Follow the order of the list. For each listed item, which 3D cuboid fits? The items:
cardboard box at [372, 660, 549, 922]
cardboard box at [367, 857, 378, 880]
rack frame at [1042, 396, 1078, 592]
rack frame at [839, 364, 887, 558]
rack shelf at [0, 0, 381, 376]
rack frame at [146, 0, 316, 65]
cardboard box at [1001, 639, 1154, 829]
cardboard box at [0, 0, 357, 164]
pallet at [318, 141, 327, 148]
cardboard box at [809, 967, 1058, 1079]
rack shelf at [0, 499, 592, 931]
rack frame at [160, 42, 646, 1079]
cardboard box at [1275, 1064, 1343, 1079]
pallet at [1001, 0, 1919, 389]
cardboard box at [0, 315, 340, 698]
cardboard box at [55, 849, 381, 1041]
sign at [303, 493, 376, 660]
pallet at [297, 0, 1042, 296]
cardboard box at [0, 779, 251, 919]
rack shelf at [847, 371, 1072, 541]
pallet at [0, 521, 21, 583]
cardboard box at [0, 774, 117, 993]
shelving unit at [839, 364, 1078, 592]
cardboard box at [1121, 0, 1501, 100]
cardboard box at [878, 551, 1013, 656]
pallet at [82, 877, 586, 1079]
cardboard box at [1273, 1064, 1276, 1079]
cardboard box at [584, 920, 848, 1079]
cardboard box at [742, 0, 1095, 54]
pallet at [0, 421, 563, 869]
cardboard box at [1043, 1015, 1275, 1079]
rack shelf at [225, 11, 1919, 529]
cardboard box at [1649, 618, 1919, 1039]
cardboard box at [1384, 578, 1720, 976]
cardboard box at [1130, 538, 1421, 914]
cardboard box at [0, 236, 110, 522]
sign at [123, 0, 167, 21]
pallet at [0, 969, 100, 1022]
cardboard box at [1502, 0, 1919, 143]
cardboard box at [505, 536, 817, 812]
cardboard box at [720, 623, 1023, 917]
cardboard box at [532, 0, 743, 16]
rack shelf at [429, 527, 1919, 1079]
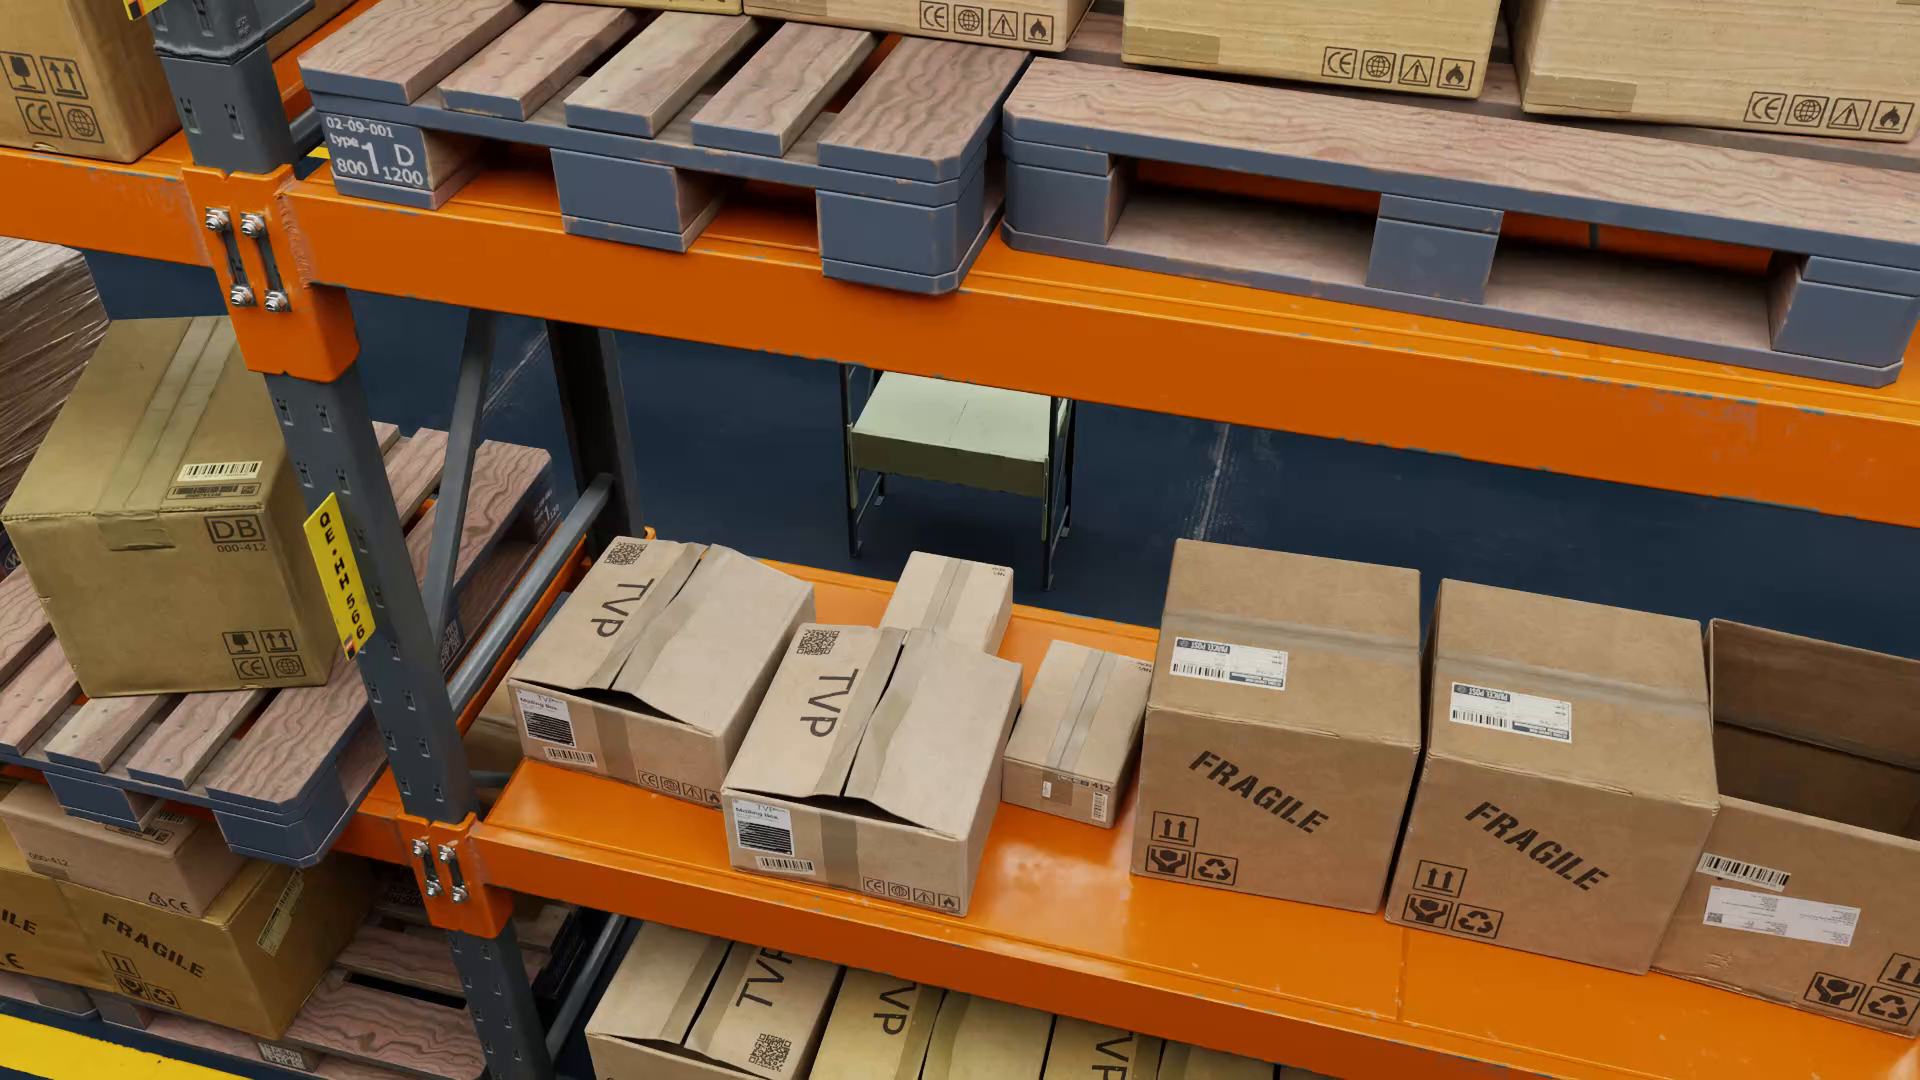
[{"bbox_3d":[-1.348,0.678,4.712,0.500,0.500,0.500,11,41,13],"label":"cardboard box"},{"bbox_3d":[-1.856,0.594,4.811,0.500,0.500,0.500,8,41,10],"label":"cardboard box"},{"bbox_3d":[0.360,-0.512,5.694,0.023,1.500,0.400,10,41,11],"label":"rack frame"},{"bbox_3d":[-0.347,-0.634,5.839,0.023,1.500,0.400,10,41,11],"label":"rack frame"},{"bbox_3d":[-2.915,-1.063,3.411,4.000,0.370,1.077,10,41,11],"label":"rack shelf"},{"bbox_3d":[-0.983,-2.155,1.819,0.127,3.000,1.000,10,41,11],"label":"rack frame"},{"bbox_3d":[0.264,0.416,3.618,0.250,0.149,0.380,13,42,15],"label":"cardboard box"},{"bbox_3d":[-1.413,-1.096,2.813,0.500,0.500,0.910,10,41,11],"label":"cardboard box"},{"bbox_3d":[-2.828,-2.377,8.917,1.213,0.211,1.003,10,41,11],"label":"pallet"},{"bbox_3d":[-0.043,1.171,3.898,0.500,0.311,0.500,9,41,10],"label":"cardboard box"},{"bbox_3d":[-2.915,0.085,4.375,4.000,0.370,1.077,10,41,11],"label":"rack shelf"},{"bbox_3d":[-0.983,0.142,3.748,0.127,3.000,1.000,10,41,11],"label":"rack frame"},{"bbox_3d":[0.946,1.343,3.694,0.500,0.311,0.500,9,41,11],"label":"cardboard box"},{"bbox_3d":[0.777,-0.693,2.557,1.213,0.211,1.003,12,41,13],"label":"pallet"},{"bbox_3d":[-1.620,-0.091,3.622,0.500,0.500,0.700,-3,40,-3],"label":"cardboard box"},{"bbox_3d":[-1.947,0.922,4.422,0.500,0.500,0.500,11,41,13],"label":"cardboard box"},{"bbox_3d":[-1.114,0.068,2.998,0.005,0.325,0.100,10,41,11],"label":"sign"},{"bbox_3d":[-0.304,-0.877,2.776,1.003,0.211,1.213,12,41,13],"label":"pallet"},{"bbox_3d":[-2.002,0.628,4.189,0.500,0.250,0.500,11,41,13],"label":"cardboard box"},{"bbox_3d":[0.006,-0.324,5.976,0.720,0.370,0.431,10,41,11],"label":"rack shelf"},{"bbox_3d":[-2.862,-0.105,4.191,1.213,0.211,1.003,10,41,11],"label":"pallet"},{"bbox_3d":[-2.447,0.835,4.525,0.500,0.500,0.500,8,41,10],"label":"cardboard box"},{"bbox_3d":[0.006,-0.573,5.766,0.755,1.500,0.431,10,41,11],"label":"shelving unit"},{"bbox_3d":[0.531,-0.891,2.436,0.500,0.250,0.500,9,41,11],"label":"cardboard box"},{"bbox_3d":[-0.042,0.216,3.855,0.250,0.149,0.380,10,41,11],"label":"cardboard box"},{"bbox_3d":[-1.694,1.063,4.821,1.213,0.211,1.003,10,41,11],"label":"pallet"},{"bbox_3d":[0.932,1.555,3.877,0.500,0.250,0.500,11,41,12],"label":"cardboard box"},{"bbox_3d":[-0.553,1.089,3.996,0.500,0.311,0.500,11,41,13],"label":"cardboard box"},{"bbox_3d":[-0.019,-0.993,2.558,0.500,0.250,0.500,11,41,13],"label":"cardboard box"},{"bbox_3d":[-1.656,0.147,3.892,1.003,0.211,1.213,10,41,11],"label":"pallet"},{"bbox_3d":[0.449,1.258,3.796,0.500,0.311,0.500,9,41,10],"label":"cardboard box"},{"bbox_3d":[0.949,-0.398,2.619,4.000,0.370,1.077,10,41,11],"label":"rack shelf"},{"bbox_3d":[1.635,0.544,3.193,0.500,0.500,0.500,13,42,15],"label":"cardboard box"},{"bbox_3d":[1.151,0.460,3.292,0.500,0.500,0.500,10,41,11],"label":"cardboard box"},{"bbox_3d":[0.642,0.373,3.396,0.500,0.500,0.500,8,41,9],"label":"cardboard box"},{"bbox_3d":[-2.454,-0.362,3.944,0.500,0.500,0.700,17,43,20],"label":"cardboard box"},{"bbox_3d":[-1.125,-0.867,2.216,0.005,0.325,0.100,10,41,11],"label":"sign"},{"bbox_3d":[-2.869,0.859,5.064,1.213,0.211,1.003,10,41,11],"label":"pallet"},{"bbox_3d":[1.050,-0.801,2.329,0.500,0.250,0.500,7,40,8],"label":"cardboard box"},{"bbox_3d":[-0.643,0.264,3.672,0.500,0.311,0.500,12,42,14],"label":"cardboard box"},{"bbox_3d":[-0.169,0.446,3.456,0.500,0.311,0.500,9,41,11],"label":"cardboard box"},{"bbox_3d":[-0.530,-1.069,2.648,0.500,0.250,0.500,7,41,8],"label":"cardboard box"},{"bbox_3d":[0.949,0.750,3.584,4.000,0.370,1.077,10,41,11],"label":"rack shelf"}]
